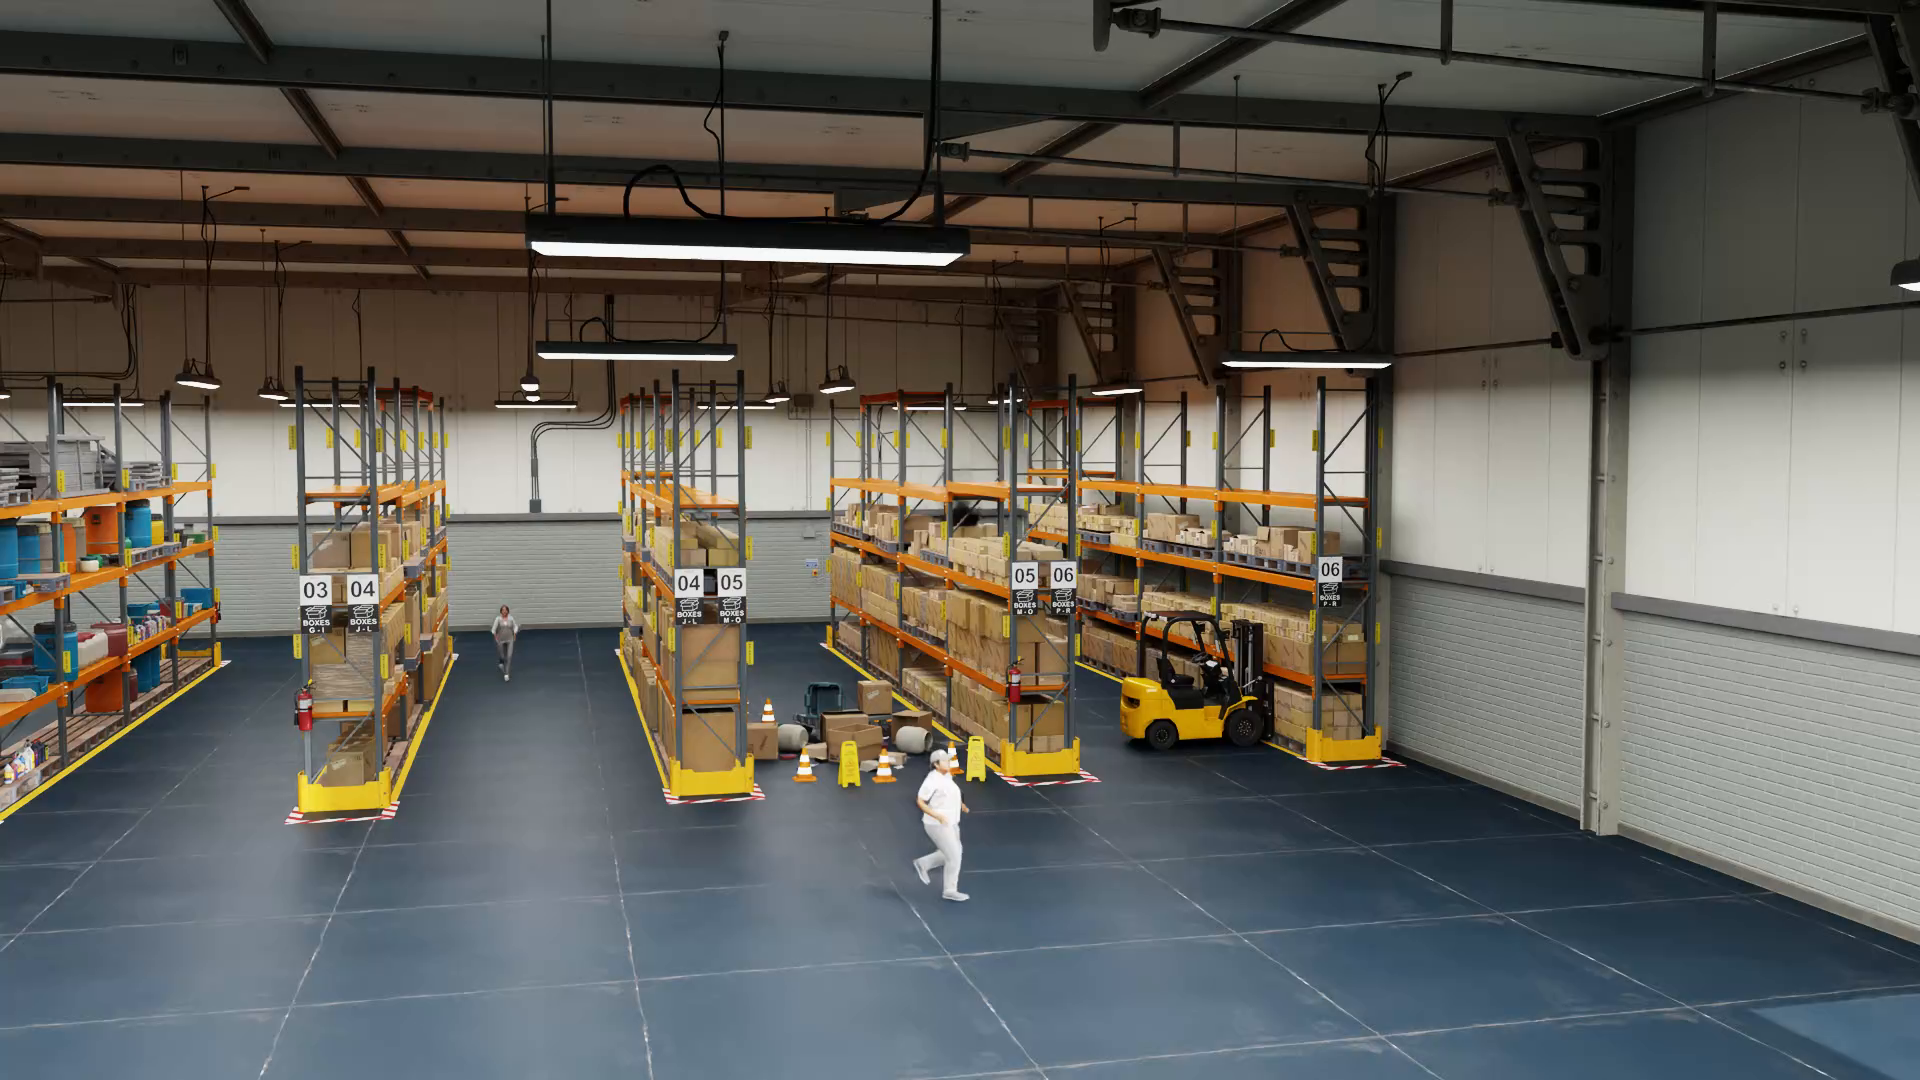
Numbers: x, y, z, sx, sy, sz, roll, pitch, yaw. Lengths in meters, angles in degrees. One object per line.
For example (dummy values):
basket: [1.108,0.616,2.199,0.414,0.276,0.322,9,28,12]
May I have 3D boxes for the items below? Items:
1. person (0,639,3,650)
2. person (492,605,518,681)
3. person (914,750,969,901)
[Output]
person: [-18.773,2.275,32.014,0.619,1.660,0.647,-2,4,-26]
person: [-9.555,2.145,34.934,0.546,1.567,0.657,-1,4,-21]
person: [-0.230,3.102,18.210,0.727,1.624,0.615,2,4,25]
